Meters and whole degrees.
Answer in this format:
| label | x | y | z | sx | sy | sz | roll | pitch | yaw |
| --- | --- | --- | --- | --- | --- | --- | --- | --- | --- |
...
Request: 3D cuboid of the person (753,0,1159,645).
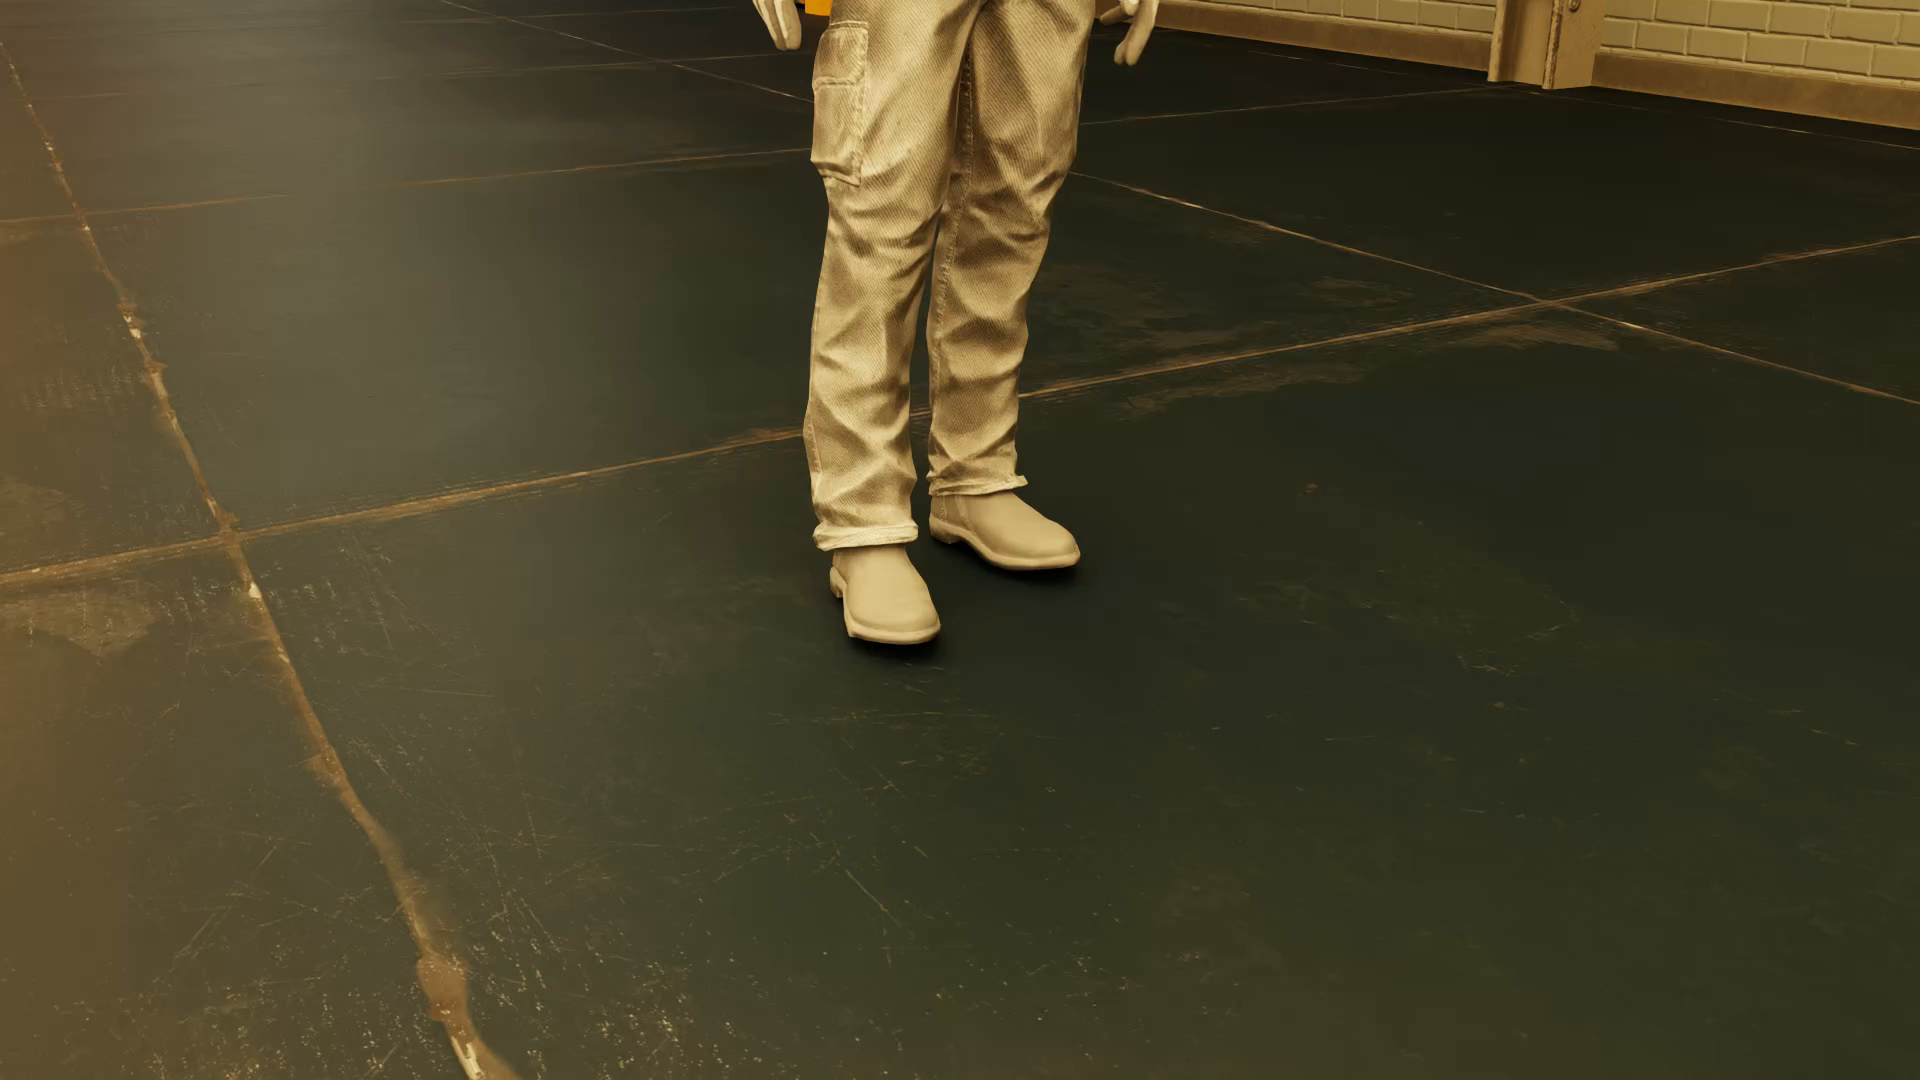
| label | x | y | z | sx | sy | sz | roll | pitch | yaw |
| --- | --- | --- | --- | --- | --- | --- | --- | --- | --- |
| person | 0.028 | -0.807 | 2.232 | 0.656 | 1.782 | 0.577 | -12 | 25 | -28 |
